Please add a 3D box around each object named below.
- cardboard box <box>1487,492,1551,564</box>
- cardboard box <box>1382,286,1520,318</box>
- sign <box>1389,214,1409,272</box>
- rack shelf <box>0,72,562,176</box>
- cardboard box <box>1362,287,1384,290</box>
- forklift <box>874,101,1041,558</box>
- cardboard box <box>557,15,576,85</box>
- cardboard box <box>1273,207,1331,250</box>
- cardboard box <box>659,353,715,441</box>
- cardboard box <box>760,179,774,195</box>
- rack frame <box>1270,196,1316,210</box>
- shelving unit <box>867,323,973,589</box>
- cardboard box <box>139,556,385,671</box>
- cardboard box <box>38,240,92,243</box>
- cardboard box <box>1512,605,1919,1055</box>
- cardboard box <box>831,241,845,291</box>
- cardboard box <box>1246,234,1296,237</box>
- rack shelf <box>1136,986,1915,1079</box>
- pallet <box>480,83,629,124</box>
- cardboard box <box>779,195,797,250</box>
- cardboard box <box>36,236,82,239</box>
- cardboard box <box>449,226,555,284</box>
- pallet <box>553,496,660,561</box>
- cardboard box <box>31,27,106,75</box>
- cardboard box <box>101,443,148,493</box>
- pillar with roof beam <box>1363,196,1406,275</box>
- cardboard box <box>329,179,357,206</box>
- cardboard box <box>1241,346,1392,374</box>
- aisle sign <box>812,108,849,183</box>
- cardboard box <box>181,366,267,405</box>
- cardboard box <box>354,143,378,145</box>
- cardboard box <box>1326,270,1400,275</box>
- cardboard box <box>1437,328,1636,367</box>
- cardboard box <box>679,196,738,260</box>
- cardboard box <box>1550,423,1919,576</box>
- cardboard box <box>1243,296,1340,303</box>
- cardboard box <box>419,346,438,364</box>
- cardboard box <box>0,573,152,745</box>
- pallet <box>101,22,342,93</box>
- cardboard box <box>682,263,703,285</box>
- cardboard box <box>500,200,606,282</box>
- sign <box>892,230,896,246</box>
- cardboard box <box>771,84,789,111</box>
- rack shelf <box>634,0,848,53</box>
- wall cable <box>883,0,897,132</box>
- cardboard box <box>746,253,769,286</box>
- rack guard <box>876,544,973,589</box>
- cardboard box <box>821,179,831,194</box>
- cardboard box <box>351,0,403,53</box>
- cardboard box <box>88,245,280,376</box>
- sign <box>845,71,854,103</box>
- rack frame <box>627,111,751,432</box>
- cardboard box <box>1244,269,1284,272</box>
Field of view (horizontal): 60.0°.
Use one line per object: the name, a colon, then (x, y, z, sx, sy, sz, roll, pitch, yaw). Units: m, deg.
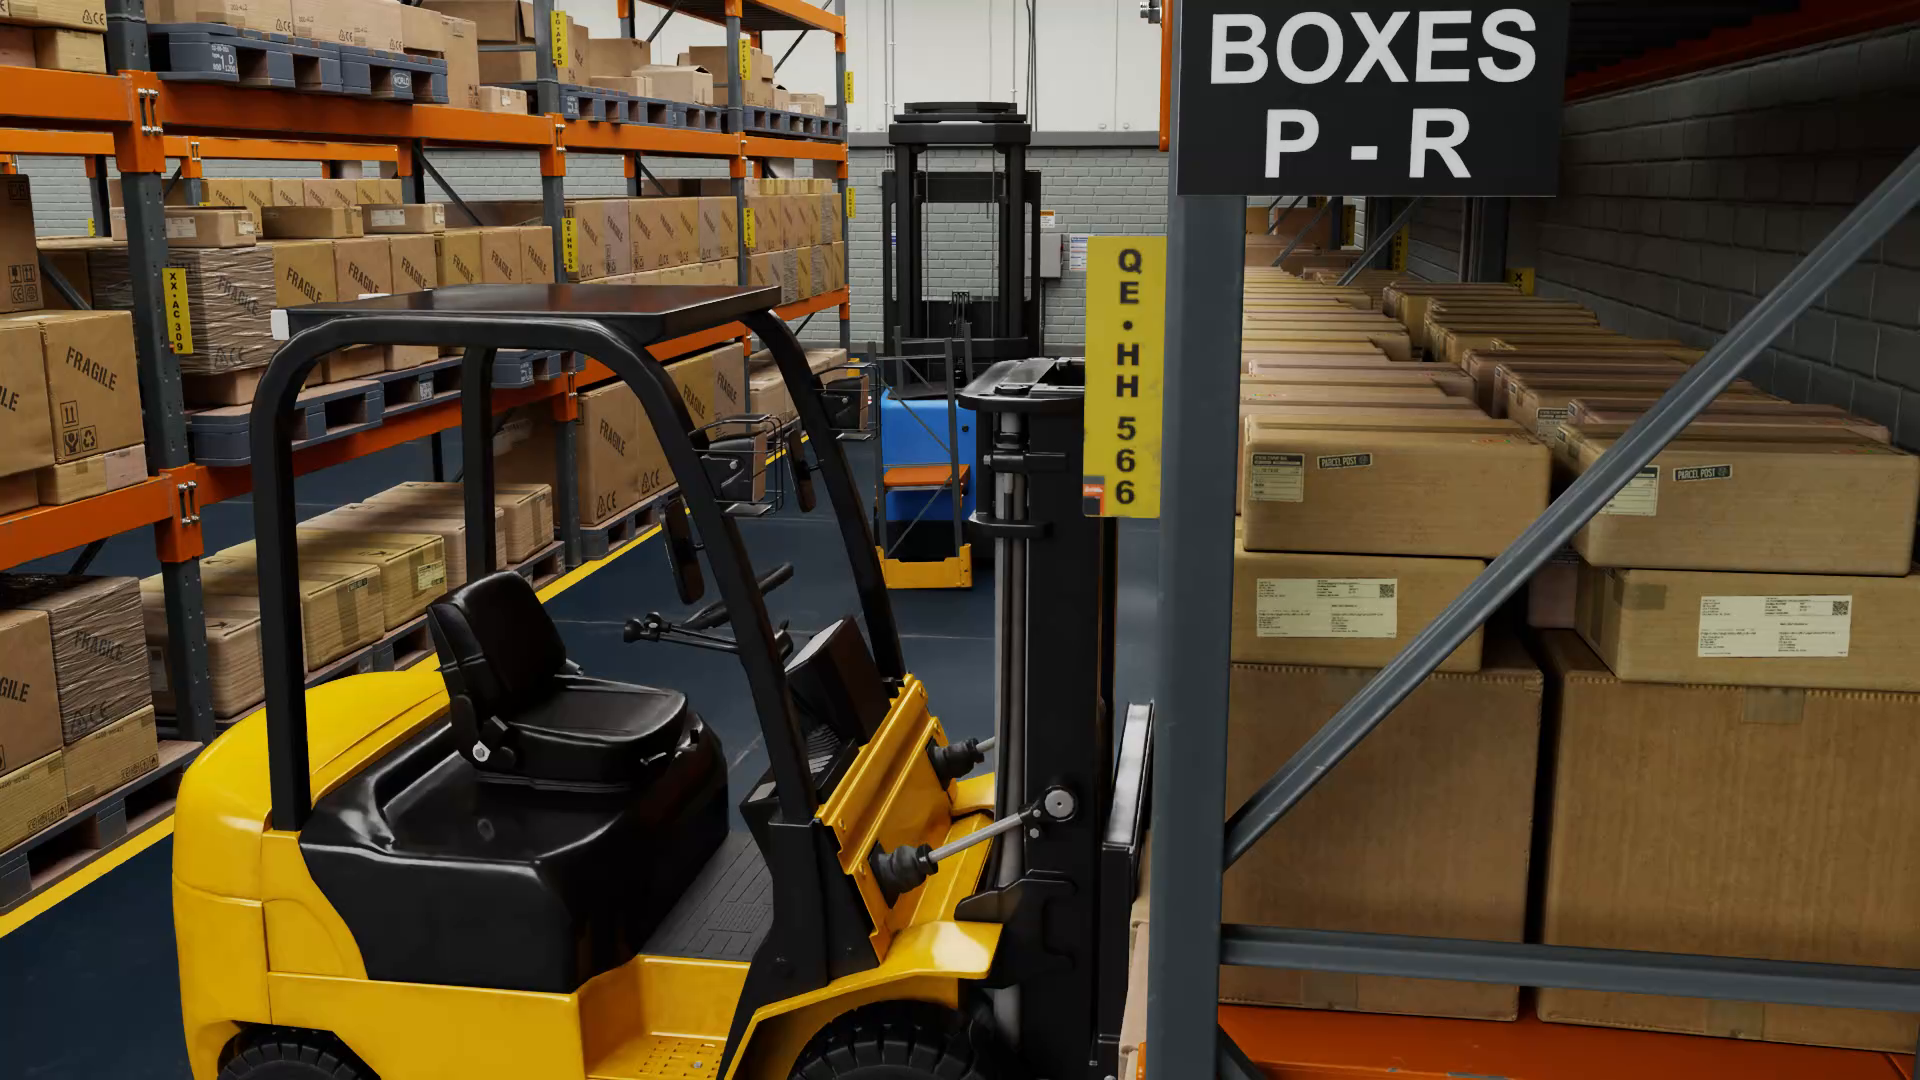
cardboard box: (1.058, -0.018, 2.680, 0.380, 0.149, 0.250, 2, 12, 8)
cardboard box: (1.514, -0.701, 5.142, 0.380, 0.149, 0.250, 2, 12, 7)
sign: (2.508, -1.698, 9.504, 0.100, 0.325, 0.005, 2, 12, 9)
rack shelf: (-3.254, -2.008, 8.277, 1.077, 0.370, 4.000, 2, 12, 9)
cardboard box: (1.891, -1.065, 7.536, 0.380, 0.149, 0.250, 2, 12, 9)
forklift: (0.018, -1.565, 11.799, 1.130, 2.935, 3.031, 0, 12, 2)
cardboard box: (-2.982, -3.242, 11.063, 0.700, 0.500, 0.500, 1, 12, 6)
cardboard box: (3.066, -2.722, 14.874, 0.500, 0.500, 0.500, 2, 12, 7)
cardboard box: (-2.478, -0.989, 13.007, 0.875, 0.875, 0.875, 2, 12, 10)
cardboard box: (-1.906, -3.212, 15.128, 0.380, 0.149, 0.250, 2, 12, 8)
rack frame: (3.189, -2.815, 17.433, 1.000, 3.000, 0.127, 2, 12, 9)
shelving unit: (-0.199, -0.555, 10.443, 0.587, 1.500, 1.083, -2, 12, 7)
cardboard box: (-3.376, 0.344, 8.019, 0.950, 0.372, 0.625, 3, 12, 12)
cardboard box: (-7.270, -2.349, 13.462, 0.380, 0.149, 0.250, 1, 12, 7)
cardboard box: (1.079, 0.373, 2.405, 0.500, 0.500, 0.500, 2, 12, 10)
cardboard box: (-1.528, -2.915, 17.660, 0.500, 0.500, 0.500, 2, 12, 9)
cardboard box: (2.279, -2.143, 13.081, 0.700, 0.500, 0.500, 2, 12, 10)
rack shelf: (1.036, 0.451, 3.986, 1.077, 0.370, 4.000, 2, 12, 9)
pallet: (-2.899, -2.819, 10.782, 1.213, 0.211, 1.003, 2, 12, 11)
cardboard box: (-1.845, -2.982, 15.600, 0.500, 0.500, 0.500, 2, 12, 10)
cardboard box: (-7.789, -2.529, 14.297, 0.380, 0.149, 0.250, 2, 12, 10)
cardboard box: (-2.741, -1.605, 9.882, 0.500, 0.500, 0.500, 2, 12, 7)
pallet: (-2.750, -0.108, 11.493, 1.003, 0.211, 1.213, 2, 12, 9)
cardboard box: (-3.308, -1.744, 5.944, 0.380, 0.149, 0.250, 2, 12, 9)
cardboard box: (-3.309, -0.277, 6.255, 0.380, 0.149, 0.250, 2, 12, 8)
pillar with roof beam: (-0.682, -5.170, 14.122, 9.100, 9.000, 0.400, 2, 12, 9)
cardboard box: (-6.596, -3.480, 17.203, 0.500, 0.500, 0.500, 3, 12, 12)
cardboard box: (0.639, -0.292, 3.243, 0.380, 0.149, 0.250, 2, 12, 10)
aisle sign: (-1.398, -4.250, 17.925, 0.394, 0.787, 0.004, 2, 12, 9)
cardboard box: (-3.164, -0.664, 7.054, 0.380, 0.149, 0.250, 2, 12, 9)
cardboard box: (-6.502, -4.297, 17.549, 0.500, 0.250, 0.500, 2, 12, 9)
cardboard box: (2.179, -1.383, 9.013, 0.380, 0.149, 0.250, 2, 12, 10)
cardboard box: (1.258, -0.379, 3.650, 0.380, 0.149, 0.250, 2, 12, 9)
cardboard box: (-2.152, -2.578, 13.727, 0.500, 0.500, 0.500, 2, 12, 10)
cardboard box: (0.992, -0.058, 2.161, 0.380, 0.149, 0.250, 2, 12, 8)
cardboard box: (0.879, -0.610, 4.722, 0.380, 0.149, 0.250, 2, 12, 10)
cardboard box: (-2.924, -0.991, 8.570, 0.380, 0.149, 0.250, 1, 12, 7)
cardboard box: (-3.387, 0.428, 6.140, 0.500, 0.500, 0.500, 2, 12, 8)
pallet: (-3.361, -1.976, 6.869, 1.213, 0.211, 1.003, 2, 12, 9)
cardboard box: (-2.302, -2.001, 12.828, 0.500, 0.250, 0.500, 2, 12, 10)
cardboard box: (-2.629, -1.942, 10.772, 0.500, 0.500, 0.500, 1, 12, 7)
sign: (-0.910, -4.296, 23.664, 0.327, 0.218, 0.001, 2, 12, 9)
cardboard box: (-1.995, -4.342, 16.376, 0.500, 0.311, 0.500, 2, 12, 10)
rack shelf: (-2.023, -4.944, 15.730, 1.077, 0.370, 4.000, 2, 12, 9)
wall cable: (-1.119, -7.101, 23.081, 0.463, 3.000, 0.029, 2, 12, 9)
cardboard box: (-2.000, -2.280, 14.716, 0.500, 0.500, 0.500, 2, 12, 11)
rack guard: (-0.223, 0.161, 10.089, 0.587, 0.250, 0.087, -2, 12, 7)
cardboard box: (-1.545, -3.638, 17.104, 0.380, 0.149, 0.250, 2, 12, 8)
cardboard box: (-2.943, -2.395, 7.724, 0.500, 0.250, 0.500, 2, 12, 8)
cardboard box: (-3.206, -0.964, 6.909, 0.500, 0.500, 0.500, 2, 12, 10)
sign: (-1.182, -4.815, 17.680, 0.100, 0.325, 0.005, 2, 12, 9)
rack frame: (-2.331, -2.142, 14.312, 1.000, 3.000, 0.127, 2, 12, 9)
cardboard box: (1.579, -1.403, 9.105, 0.380, 0.149, 0.250, 2, 12, 10)
